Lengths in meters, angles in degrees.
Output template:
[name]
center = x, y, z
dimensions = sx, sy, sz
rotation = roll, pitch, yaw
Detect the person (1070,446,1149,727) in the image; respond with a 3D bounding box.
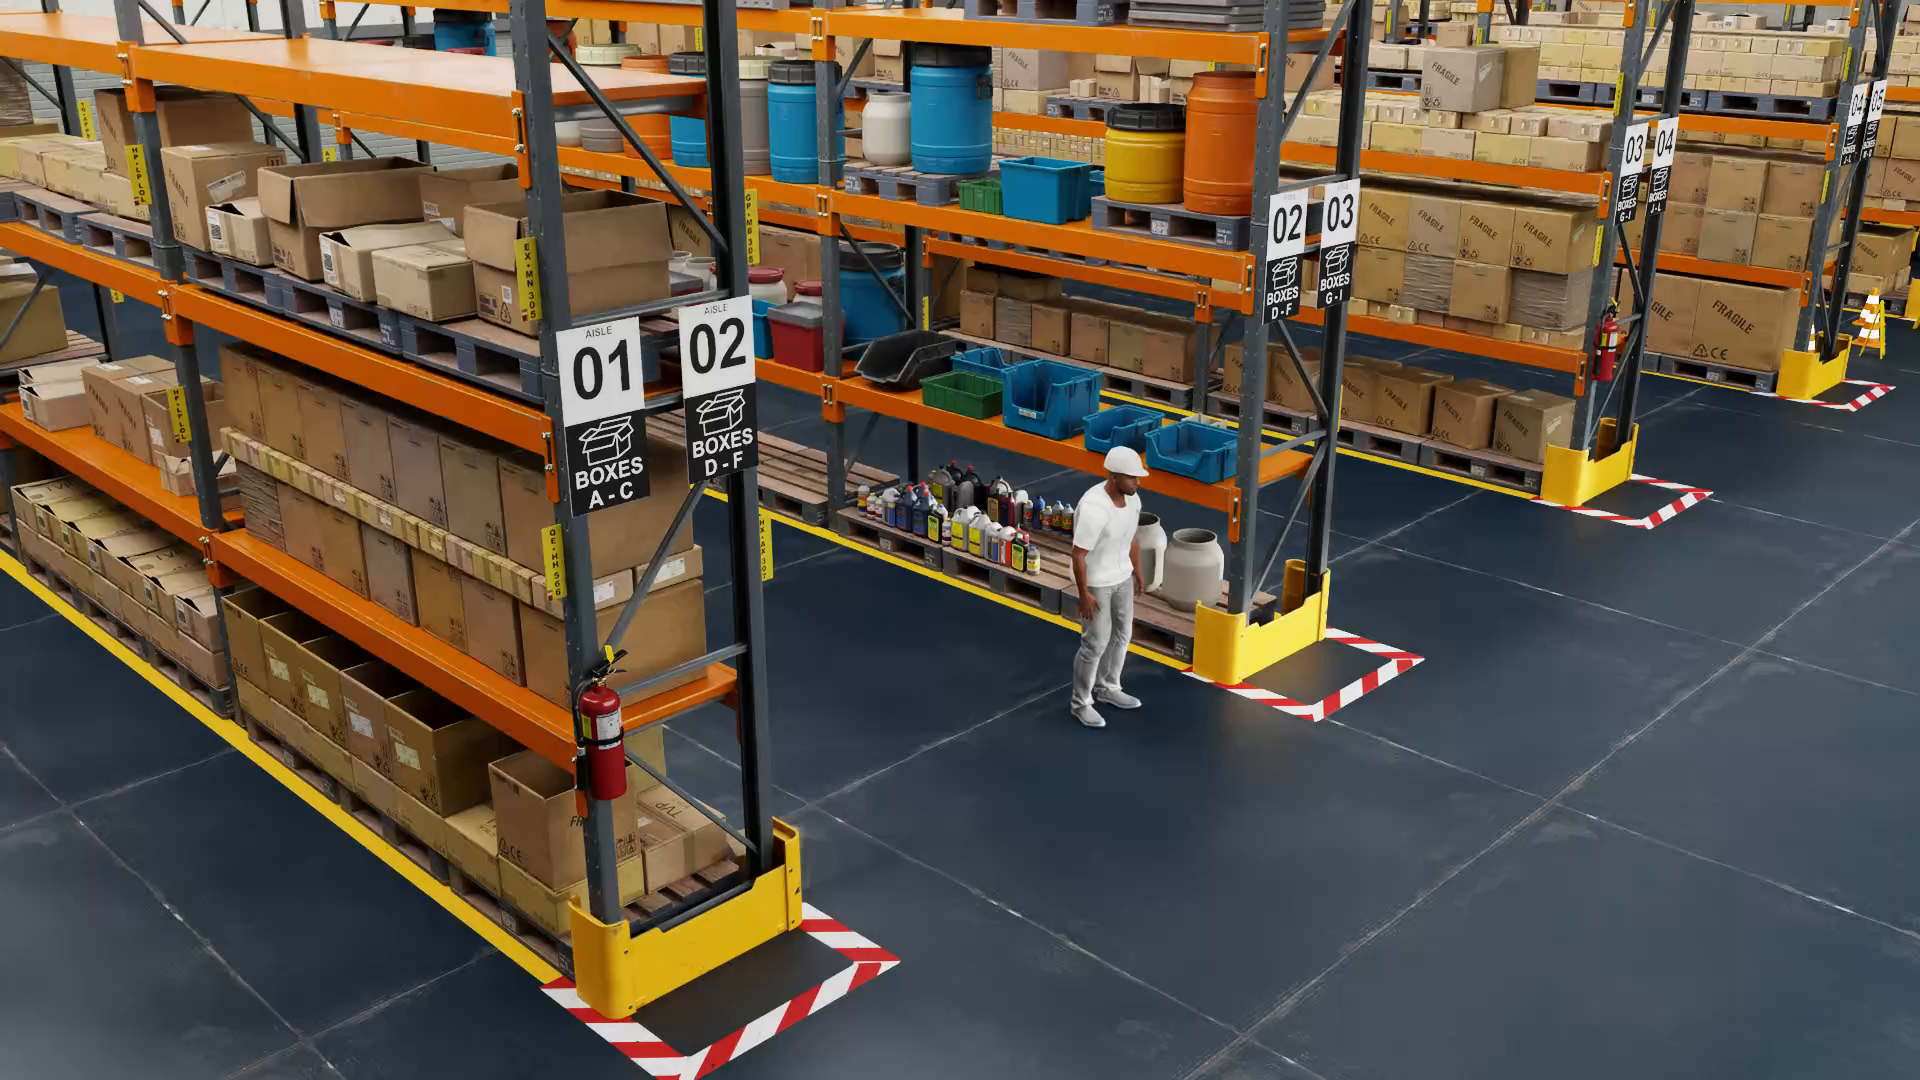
[person]
center = 0.932, 0.258, 10.359
dimensions = 0.454, 1.761, 0.636
rotation = 17, 26, 38
